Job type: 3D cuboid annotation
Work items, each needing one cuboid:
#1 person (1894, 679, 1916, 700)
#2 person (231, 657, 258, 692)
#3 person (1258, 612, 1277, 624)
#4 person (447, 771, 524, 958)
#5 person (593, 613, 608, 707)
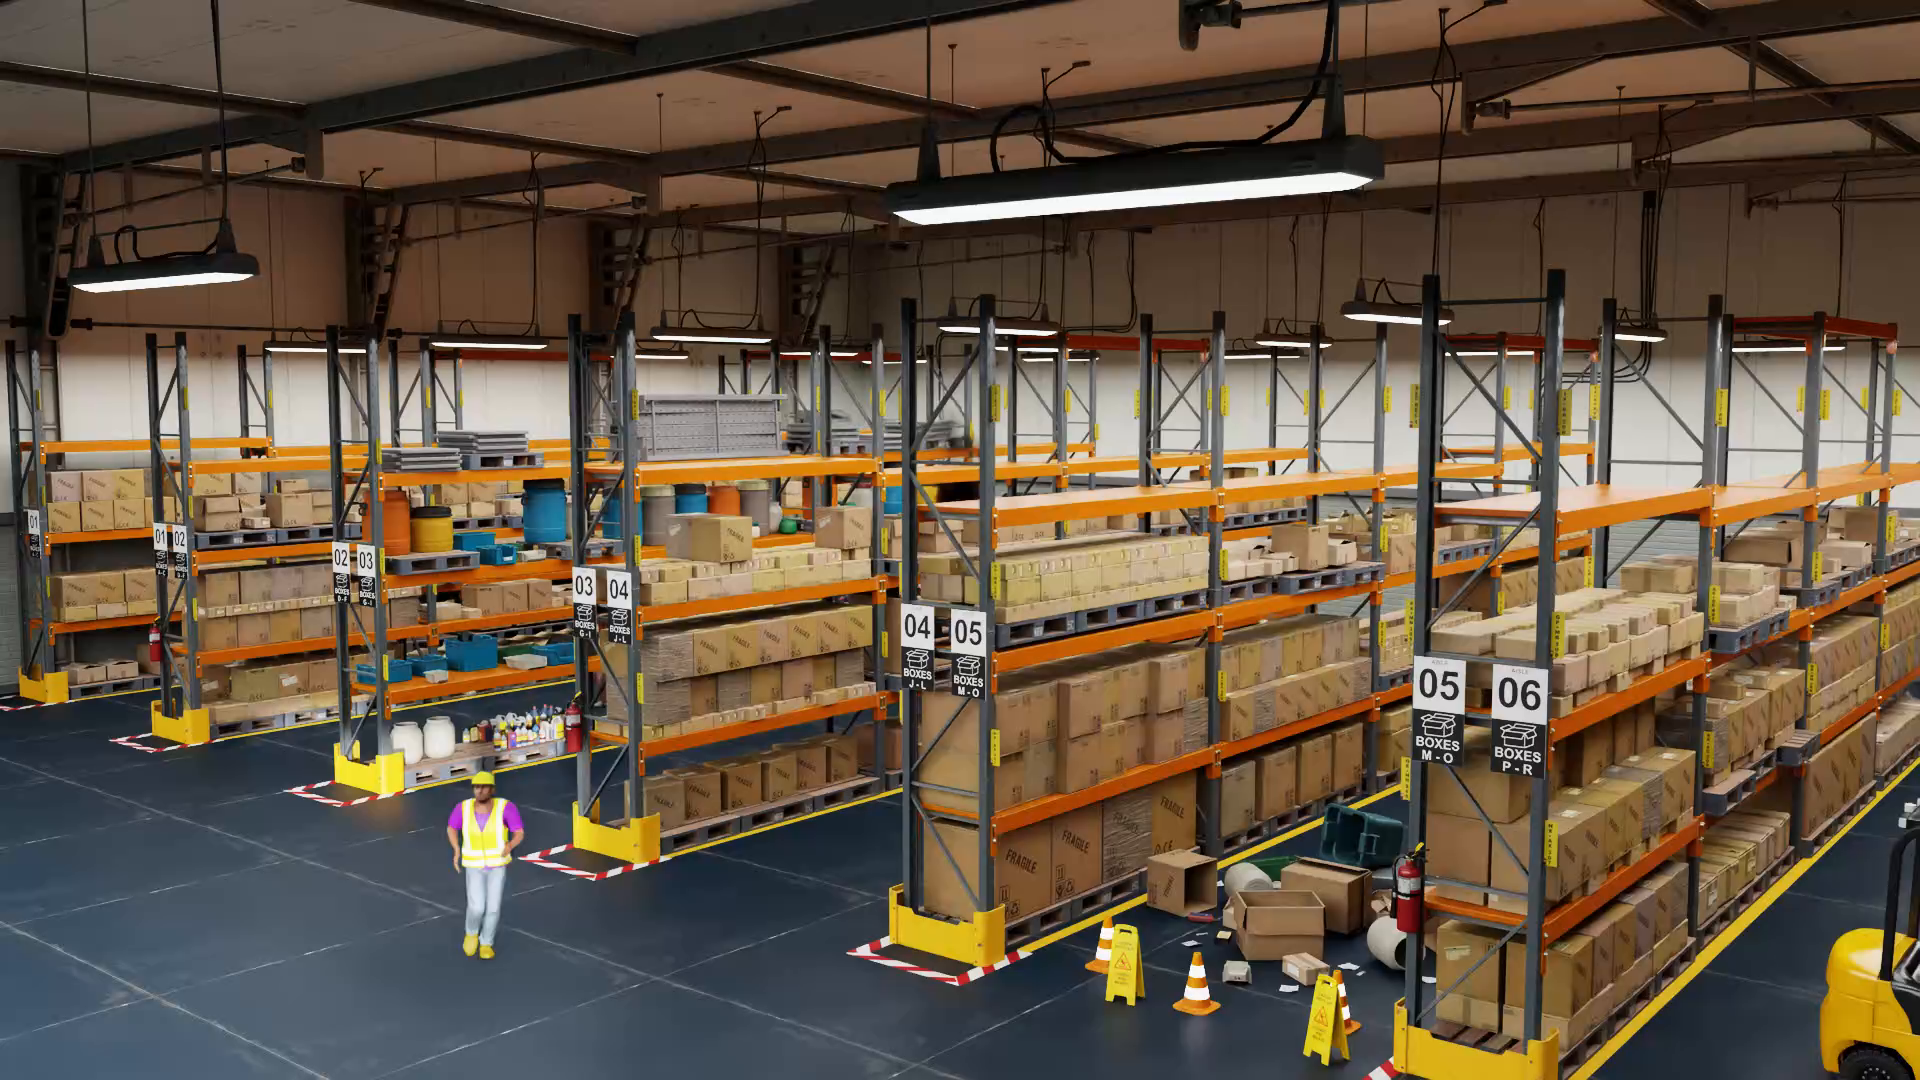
[{"bbox_3d":[14.603,2.044,25.730,0.509,1.635,0.703,5,7,45],"label":"person"},{"bbox_3d":[-11.631,1.825,27.215,0.694,1.822,0.876,4,6,37],"label":"person"},{"bbox_3d":[4.912,1.918,26.431,0.631,1.848,0.775,3,6,31],"label":"person"},{"bbox_3d":[-4.276,2.946,15.014,0.677,1.729,0.600,-1,5,-15],"label":"person"},{"bbox_3d":[-5.854,1.909,27.234,0.580,1.620,0.558,2,6,22],"label":"person"}]
